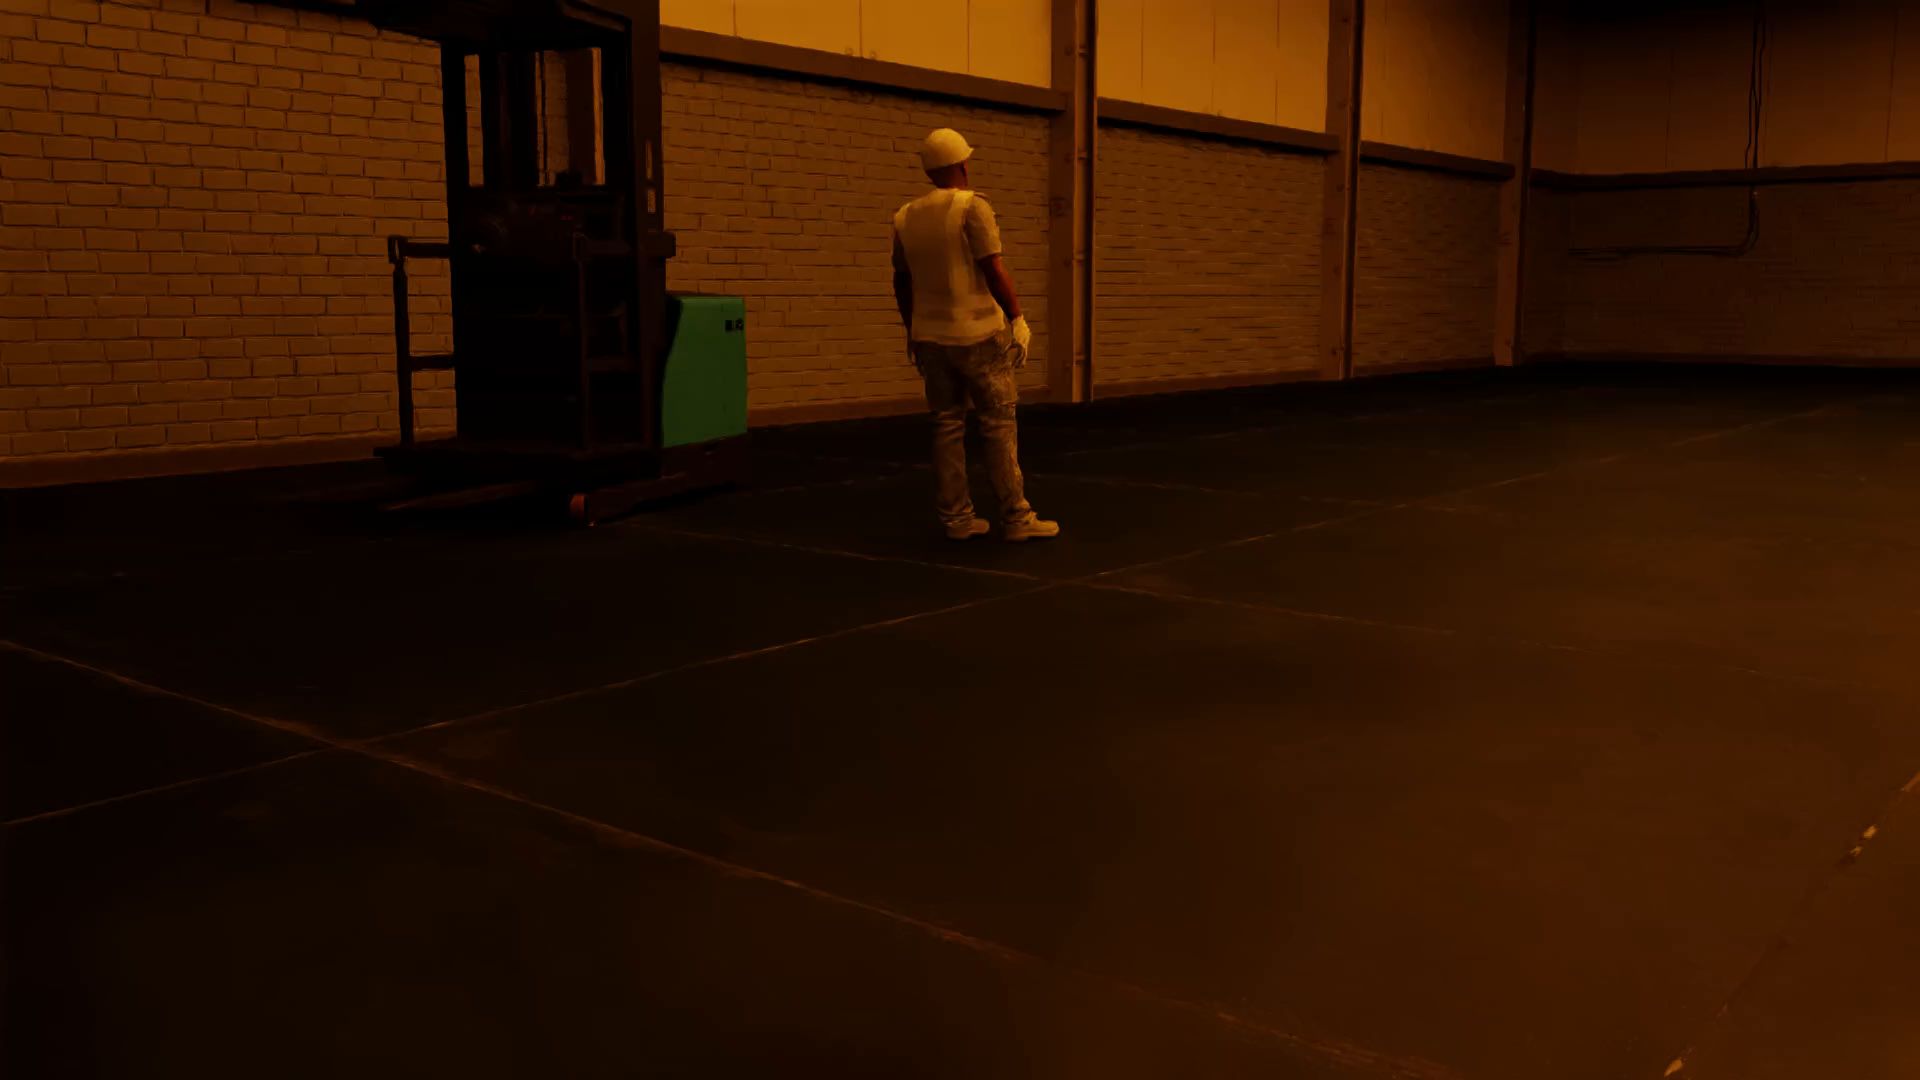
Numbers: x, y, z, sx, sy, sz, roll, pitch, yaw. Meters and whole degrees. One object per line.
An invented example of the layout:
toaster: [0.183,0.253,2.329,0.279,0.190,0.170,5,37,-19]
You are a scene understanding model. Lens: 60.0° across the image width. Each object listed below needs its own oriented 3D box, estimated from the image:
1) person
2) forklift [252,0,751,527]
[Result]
person: [0.052,-0.896,7.325,0.655,1.782,0.576,7,11,38]
forklift: [-2.144,-1.576,8.050,1.130,2.935,3.031,3,9,19]
